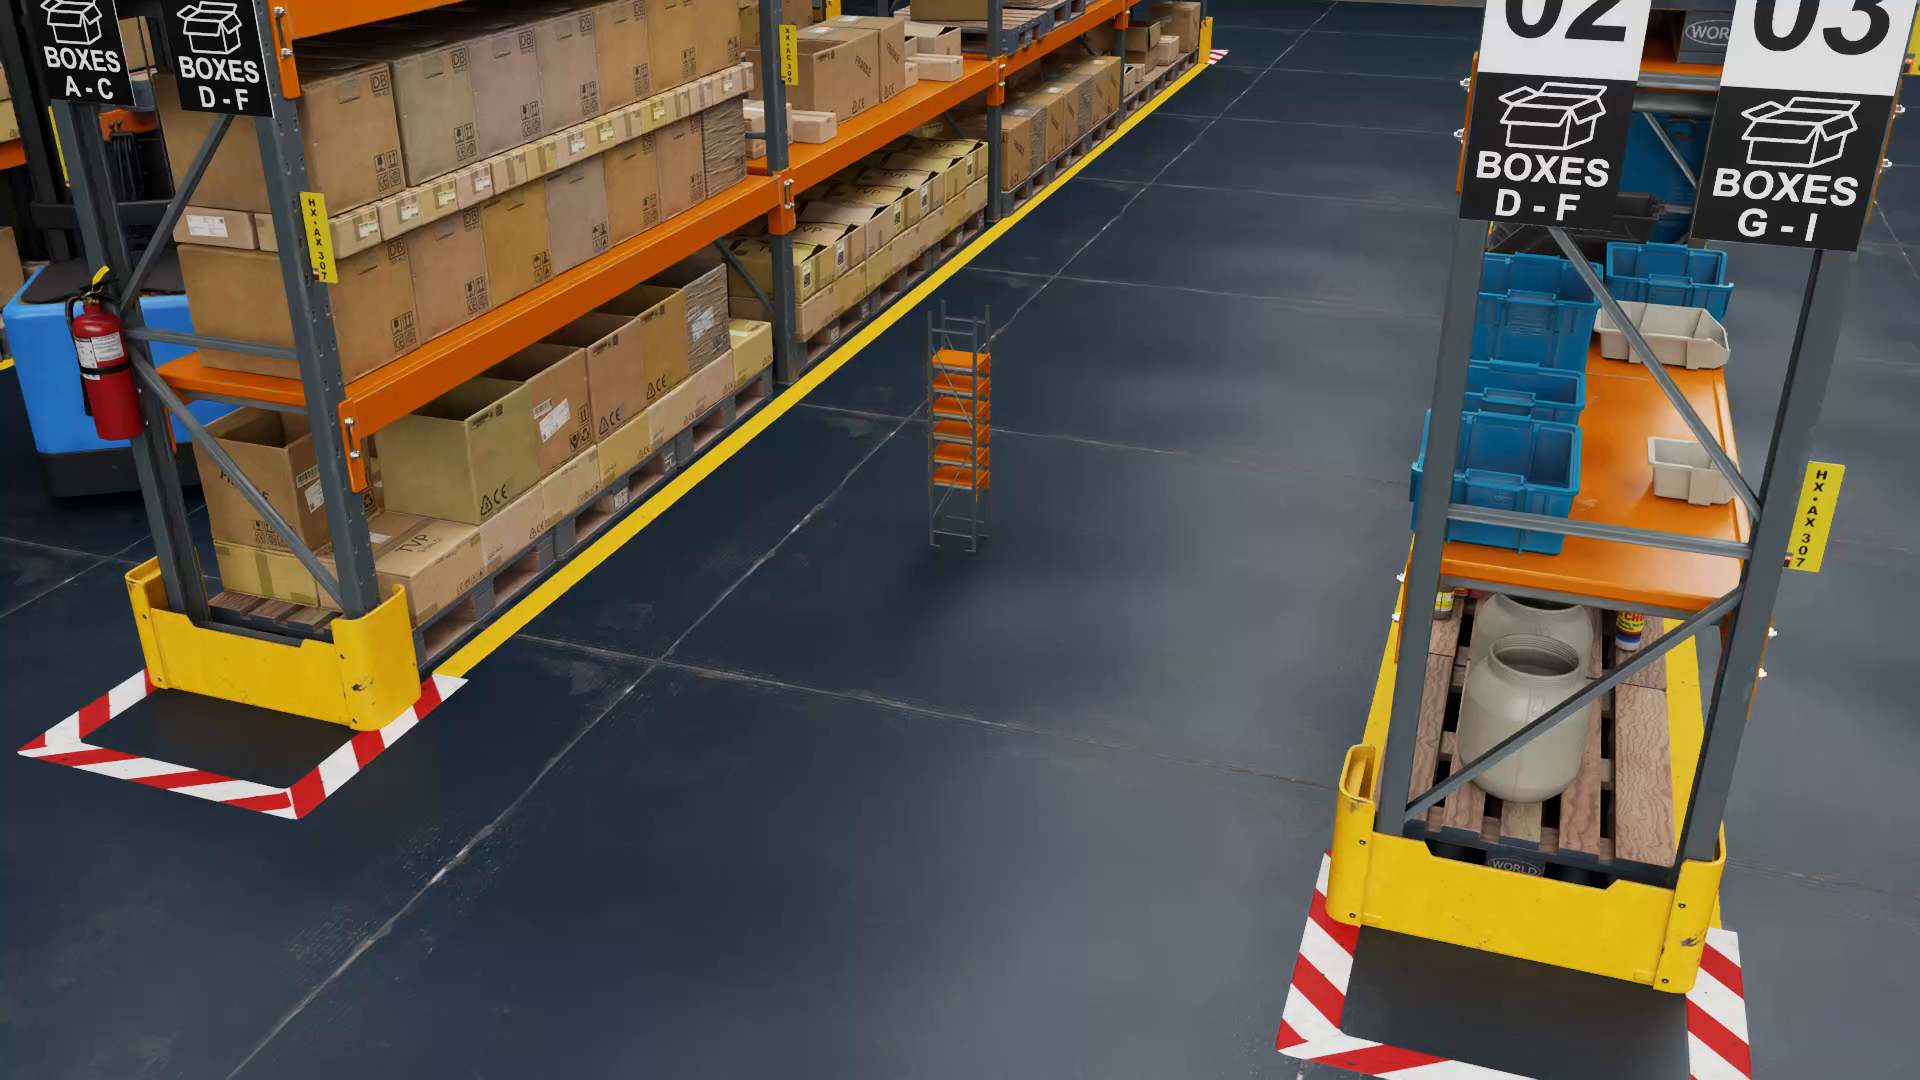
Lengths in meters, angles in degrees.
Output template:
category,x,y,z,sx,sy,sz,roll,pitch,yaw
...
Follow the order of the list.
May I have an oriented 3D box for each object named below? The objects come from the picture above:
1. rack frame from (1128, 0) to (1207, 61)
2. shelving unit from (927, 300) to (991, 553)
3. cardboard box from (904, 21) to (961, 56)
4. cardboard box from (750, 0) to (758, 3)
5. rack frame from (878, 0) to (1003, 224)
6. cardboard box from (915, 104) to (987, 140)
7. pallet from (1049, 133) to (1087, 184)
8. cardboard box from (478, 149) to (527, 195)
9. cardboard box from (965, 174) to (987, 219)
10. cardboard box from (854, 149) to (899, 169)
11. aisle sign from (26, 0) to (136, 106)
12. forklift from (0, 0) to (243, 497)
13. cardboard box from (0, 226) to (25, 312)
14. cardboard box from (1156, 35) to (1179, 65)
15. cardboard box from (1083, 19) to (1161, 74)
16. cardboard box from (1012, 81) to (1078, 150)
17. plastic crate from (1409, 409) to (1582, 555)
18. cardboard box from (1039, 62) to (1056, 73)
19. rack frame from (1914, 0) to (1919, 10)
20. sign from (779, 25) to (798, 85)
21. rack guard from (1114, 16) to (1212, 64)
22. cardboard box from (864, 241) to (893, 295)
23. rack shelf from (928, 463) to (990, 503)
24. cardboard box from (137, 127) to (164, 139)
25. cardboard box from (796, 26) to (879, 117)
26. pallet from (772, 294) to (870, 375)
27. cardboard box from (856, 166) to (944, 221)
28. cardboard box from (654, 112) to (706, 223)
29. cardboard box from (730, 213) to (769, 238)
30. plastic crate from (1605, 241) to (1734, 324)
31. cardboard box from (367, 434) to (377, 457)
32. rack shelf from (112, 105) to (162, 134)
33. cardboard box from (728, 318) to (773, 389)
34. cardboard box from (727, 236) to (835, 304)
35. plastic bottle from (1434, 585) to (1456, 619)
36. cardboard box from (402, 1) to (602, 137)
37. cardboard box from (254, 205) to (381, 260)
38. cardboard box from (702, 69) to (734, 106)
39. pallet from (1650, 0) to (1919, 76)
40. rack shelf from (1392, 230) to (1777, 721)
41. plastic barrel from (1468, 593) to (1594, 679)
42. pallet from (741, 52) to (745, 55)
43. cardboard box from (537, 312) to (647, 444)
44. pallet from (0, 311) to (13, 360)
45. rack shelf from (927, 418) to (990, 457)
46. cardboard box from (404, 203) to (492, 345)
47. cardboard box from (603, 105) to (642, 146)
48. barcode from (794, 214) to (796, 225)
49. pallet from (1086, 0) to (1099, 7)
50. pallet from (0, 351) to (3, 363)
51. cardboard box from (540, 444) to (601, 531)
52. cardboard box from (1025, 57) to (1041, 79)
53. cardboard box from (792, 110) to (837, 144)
category,x,y,z,sx,sy,sz,roll,pitch,yaw
rack frame,2.505,-7.315,19.917,1.000,3.000,0.127,9,27,17
shelving unit,-0.005,-0.534,7.976,0.258,1.200,0.189,9,27,17
cardboard box,-0.319,-3.845,12.851,0.500,0.311,0.500,11,28,21
cardboard box,-2.639,-6.382,20.375,0.700,0.500,0.500,8,27,16
rack frame,-0.157,-4.028,13.127,1.000,3.000,0.127,9,27,17
cardboard box,-0.067,-3.519,14.440,0.500,0.500,0.500,10,28,19
pallet,0.535,-3.574,15.389,1.003,0.211,1.213,9,27,17
cardboard box,-2.144,-1.632,7.319,0.380,0.149,0.250,8,27,16
cardboard box,-0.102,-2.728,13.115,0.500,0.250,0.500,9,27,19
cardboard box,-0.775,-2.842,12.707,0.500,0.311,0.500,8,27,16
aisle sign,-3.118,-1.926,5.802,0.394,0.787,0.004,9,27,17
forklift,-4.562,-2.157,9.342,1.130,2.935,3.031,-6,27,-13
cardboard box,-6.468,-1.741,10.768,0.500,0.500,0.500,7,27,14
cardboard box,2.212,-5.631,19.088,0.500,0.250,0.500,9,27,17
cardboard box,1.794,-5.519,18.566,0.797,0.503,0.637,9,27,17
cardboard box,0.773,-3.883,15.191,0.500,0.500,0.500,8,27,16
plastic crate,1.735,-0.203,5.397,0.499,0.251,0.616,9,27,17
cardboard box,0.616,-4.360,16.177,0.500,0.500,0.500,9,27,18
rack frame,1.851,-2.721,3.543,1.000,3.000,0.127,9,27,17
sign,-0.964,-2.729,9.361,0.100,0.325,0.005,9,27,17
rack guard,2.480,-6.159,20.397,1.175,0.500,0.348,9,27,17
cardboard box,-0.779,-1.888,11.382,0.500,0.250,0.500,8,27,16
rack shelf,-0.005,-0.278,8.100,0.258,0.103,0.180,9,27,17
cardboard box,-5.788,-2.998,12.502,0.500,0.250,0.500,8,27,16
cardboard box,-0.875,-3.165,11.229,0.500,0.500,0.500,9,27,18
pallet,-1.280,-1.437,10.976,1.003,0.211,1.213,9,27,17
cardboard box,-0.437,-2.559,12.123,0.500,0.311,0.500,9,27,17
cardboard box,-1.799,-2.028,8.882,0.700,0.500,0.500,8,27,17
cardboard box,-1.456,-2.011,10.990,0.500,0.311,0.500,10,27,19
plastic crate,3.069,-1.103,7.257,0.499,0.251,0.616,9,27,17
cardboard box,-2.602,-0.706,8.079,0.500,0.500,0.500,9,27,17
rack shelf,-5.495,-3.599,13.067,1.077,0.370,4.000,9,27,17
cardboard box,-1.436,-1.113,9.780,0.500,0.250,0.500,9,27,17
cardboard box,-1.116,-1.722,10.393,0.500,0.311,0.500,9,27,18
plastic bottle,2.048,0.223,7.054,0.097,0.201,0.097,0,26,0
cardboard box,-2.131,-2.211,7.771,0.700,0.500,0.500,9,27,17
cardboard box,-2.486,-1.207,6.442,0.380,0.149,0.250,9,27,17
cardboard box,-1.461,-2.477,9.064,0.380,0.149,0.250,8,27,16
pallet,2.218,-1.611,4.910,1.003,0.211,1.213,9,27,17
rack shelf,2.516,-0.518,6.704,1.077,0.370,4.000,9,27,17
plastic barrel,2.164,0.423,6.308,0.421,0.512,0.421,0,26,0
pallet,-2.767,-5.938,20.271,1.003,0.211,1.213,9,27,17
cardboard box,-1.929,-0.833,8.342,0.500,0.500,0.500,9,27,17
pallet,-6.351,-1.565,11.239,1.003,0.211,1.213,9,27,17
rack shelf,-0.005,-0.494,7.996,0.258,0.103,0.180,9,27,17
cardboard box,-2.482,-1.192,7.155,0.700,0.500,0.500,9,27,19
cardboard box,-1.801,-2.057,8.196,0.380,0.149,0.250,10,27,19
barcode,-1.011,-1.934,10.063,0.001,0.075,0.075,9,27,17
pallet,0.805,-5.273,15.918,1.003,0.211,1.213,9,27,17
pallet,-6.755,-1.062,10.200,1.003,0.211,1.213,9,27,17
cardboard box,-2.101,-0.291,8.083,0.500,0.250,0.500,9,27,17
cardboard box,0.451,-4.508,15.621,0.500,0.250,0.500,9,27,18
cardboard box,-1.000,-2.605,10.477,0.380,0.149,0.250,9,27,17
